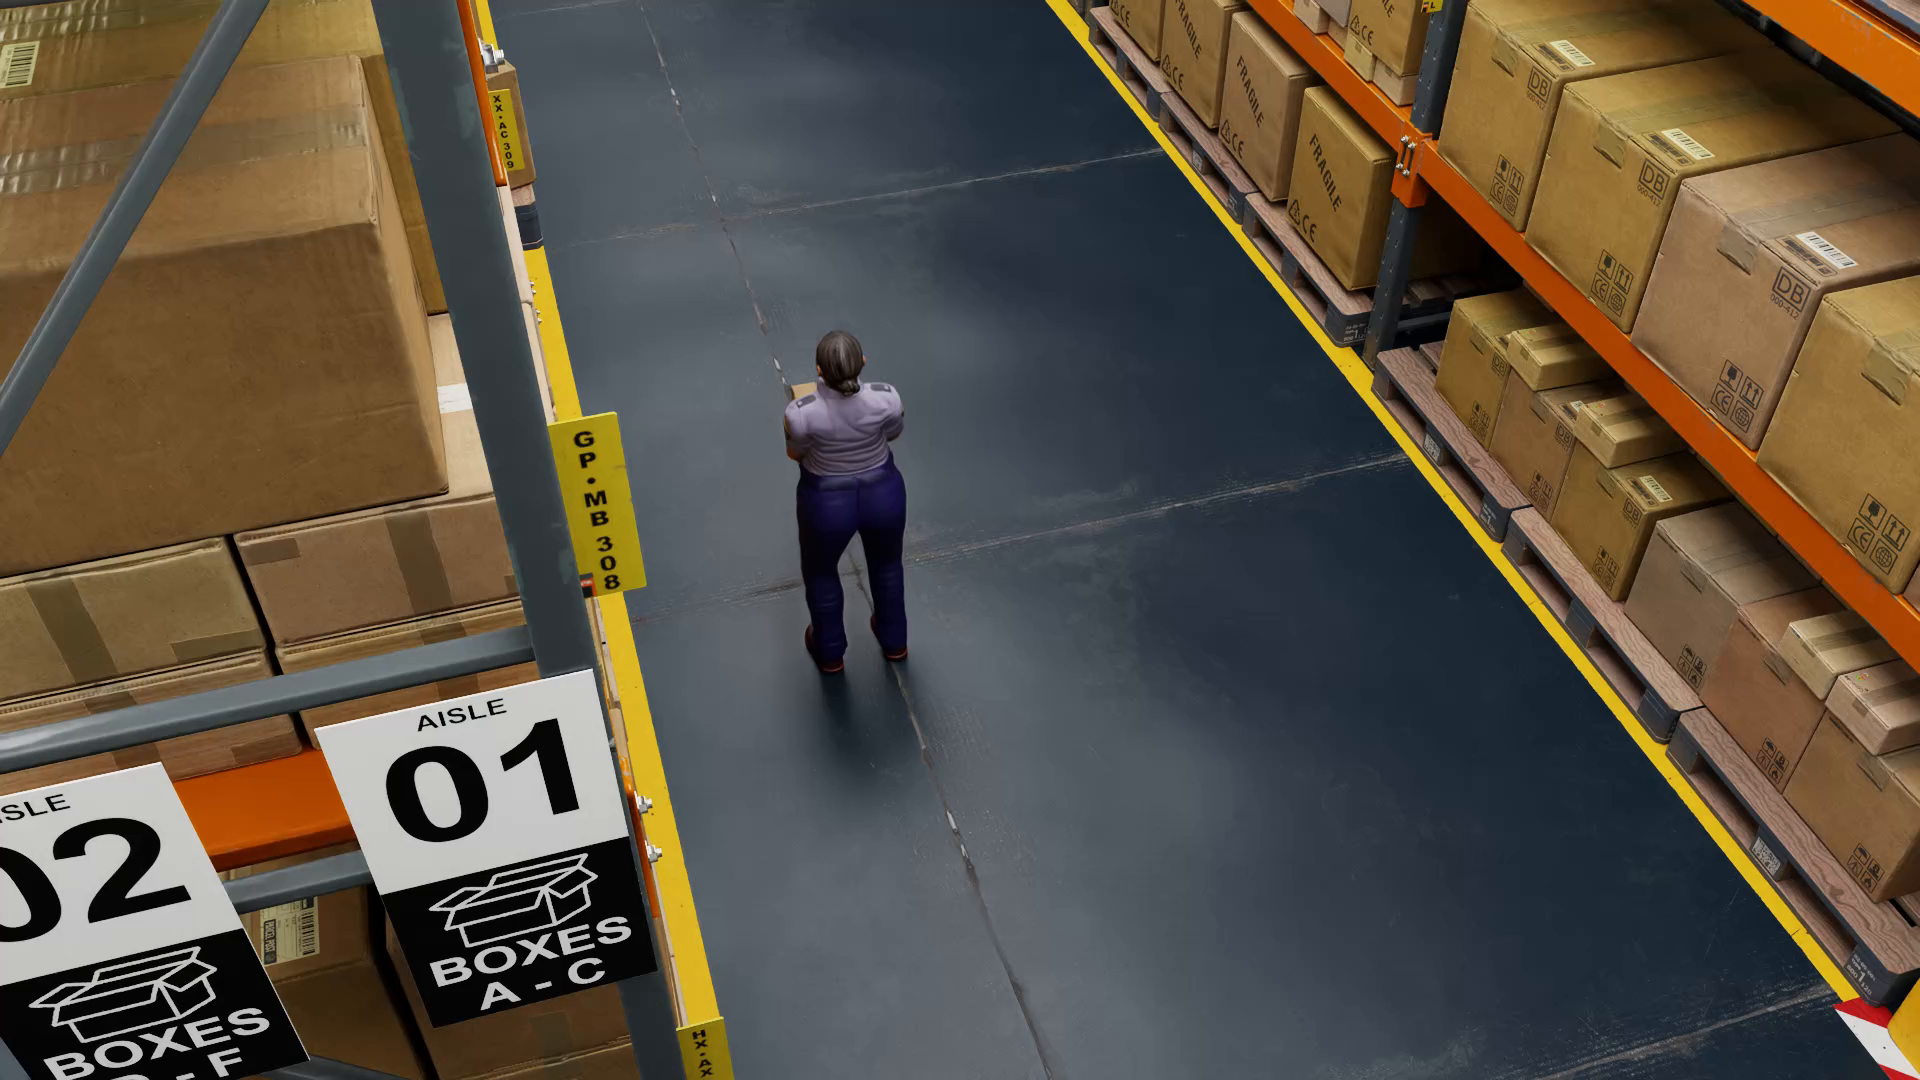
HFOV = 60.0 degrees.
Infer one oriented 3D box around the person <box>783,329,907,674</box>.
[{"bbox_3d":[-0.446,-0.202,6.401,0.453,1.637,0.523,-11,44,-12],"label":"person"}]
